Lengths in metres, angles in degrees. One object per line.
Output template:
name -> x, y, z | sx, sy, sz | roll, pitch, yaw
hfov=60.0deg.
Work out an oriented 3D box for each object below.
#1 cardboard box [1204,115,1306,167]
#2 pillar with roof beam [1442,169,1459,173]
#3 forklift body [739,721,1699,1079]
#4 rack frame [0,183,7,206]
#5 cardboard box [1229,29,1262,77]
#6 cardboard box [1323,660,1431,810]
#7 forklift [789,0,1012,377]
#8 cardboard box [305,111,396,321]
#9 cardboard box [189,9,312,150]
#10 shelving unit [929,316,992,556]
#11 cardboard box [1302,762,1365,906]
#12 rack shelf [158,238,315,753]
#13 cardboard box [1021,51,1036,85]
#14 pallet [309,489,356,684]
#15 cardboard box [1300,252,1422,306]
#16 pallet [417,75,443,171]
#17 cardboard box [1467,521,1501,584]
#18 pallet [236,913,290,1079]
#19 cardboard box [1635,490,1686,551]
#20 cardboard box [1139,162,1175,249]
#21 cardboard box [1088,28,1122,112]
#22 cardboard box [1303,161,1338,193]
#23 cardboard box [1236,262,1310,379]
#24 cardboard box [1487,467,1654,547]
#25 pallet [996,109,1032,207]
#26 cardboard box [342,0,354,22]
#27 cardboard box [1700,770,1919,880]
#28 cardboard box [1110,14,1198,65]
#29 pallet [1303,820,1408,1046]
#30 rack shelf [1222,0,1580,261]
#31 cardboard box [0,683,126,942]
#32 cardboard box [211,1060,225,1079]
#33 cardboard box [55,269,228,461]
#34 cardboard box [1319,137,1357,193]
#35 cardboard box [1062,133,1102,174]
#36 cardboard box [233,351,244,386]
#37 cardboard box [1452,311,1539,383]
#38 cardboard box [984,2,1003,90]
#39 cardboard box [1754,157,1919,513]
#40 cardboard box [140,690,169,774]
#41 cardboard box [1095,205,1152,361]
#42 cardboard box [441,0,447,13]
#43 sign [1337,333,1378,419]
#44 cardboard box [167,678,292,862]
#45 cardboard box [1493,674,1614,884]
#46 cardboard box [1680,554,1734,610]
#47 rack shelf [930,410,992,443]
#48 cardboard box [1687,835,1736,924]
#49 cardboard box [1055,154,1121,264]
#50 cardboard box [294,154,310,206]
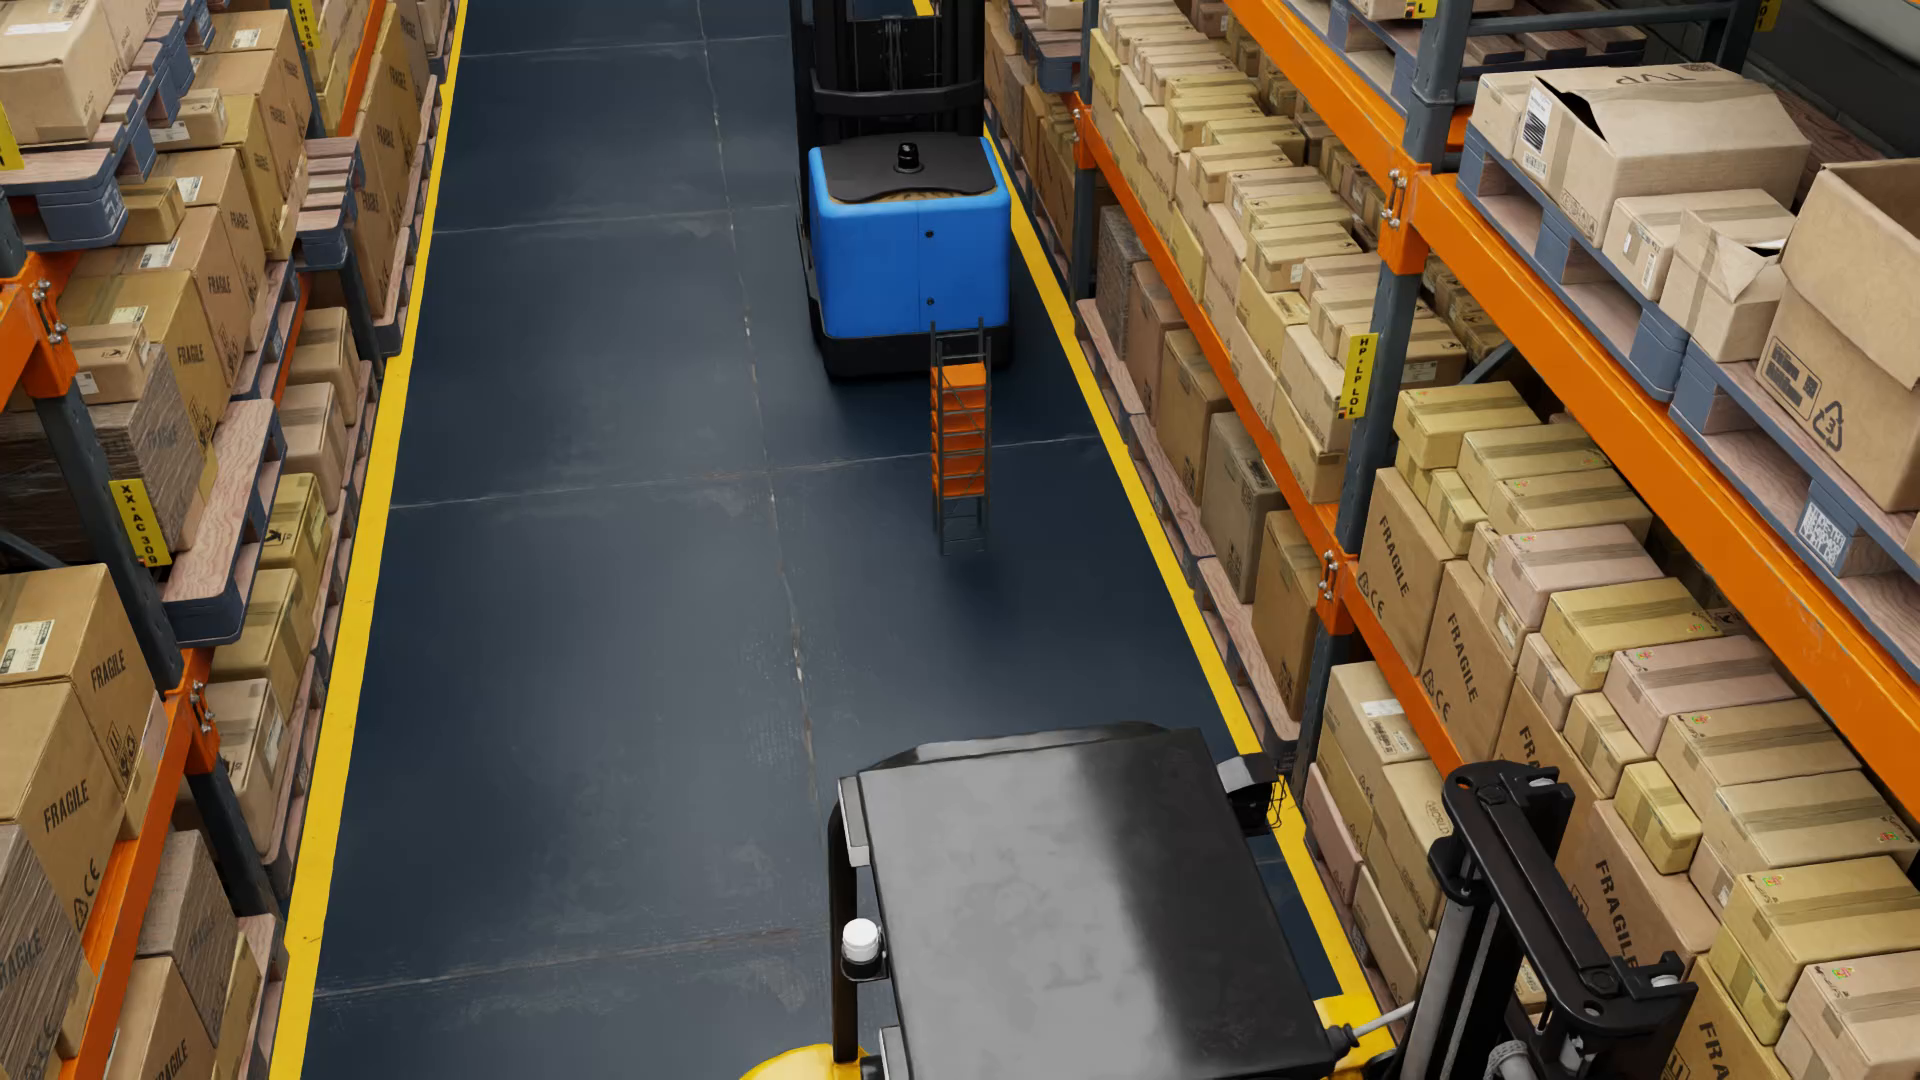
cardboard box -> 1.298, -1.743, 7.338 | 0.380, 0.149, 0.250 | -6, 38, -8
pillar with roof beam -> -1.968, -3.812, 5.722 | 9.100, 9.000, 0.400 | -6, 38, -8
forklift body -> 0.429, 1.622, 4.309 | 2.313, 2.155, 1.214 | -6, 38, -8
rack frame -> -3.030, -2.013, 3.406 | 1.000, 3.000, 0.127 | -6, 38, -8
cardboard box -> 1.552, -2.408, 8.195 | 0.380, 0.149, 0.250 | -6, 38, -8
cardboard box -> 1.632, 0.671, 5.926 | 0.500, 0.250, 0.500 | -7, 38, -9
forklift -> -0.442, -2.961, 9.572 | 1.130, 2.935, 3.031 | -5, 38, -7
cardboard box -> -3.771, -1.813, 9.428 | 0.875, 0.875, 0.875 | -7, 38, -8
cardboard box -> -3.378, -2.138, 7.791 | 0.500, 0.500, 0.500 | -7, 38, -9
shelving unit -> 0.003, -0.465, 7.771 | 0.258, 1.200, 0.189 | -6, 38, -8
cardboard box -> 1.615, 1.067, 6.230 | 0.500, 0.250, 0.500 | -6, 38, -7
rack shelf -> -3.381, -0.568, 7.023 | 1.077, 0.370, 4.000 | -6, 38, -8
cardboard box -> 0.614, -3.106, 10.870 | 0.380, 0.149, 0.250 | -8, 39, -10
pallet -> -3.385, 0.248, 7.658 | 1.003, 0.211, 1.213 | -6, 38, -8
cardboard box -> 1.524, -0.966, 6.338 | 0.380, 0.149, 0.250 | -6, 38, -8
pallet -> -4.223, -2.917, 11.733 | 1.003, 0.211, 1.213 | -6, 38, -8
cardboard box -> 1.773, 0.055, 5.023 | 0.380, 0.149, 0.250 | -6, 38, -8
pallet -> -2.877, 1.859, 5.585 | 1.003, 0.211, 1.213 | -6, 38, -8
cardboard box -> 2.272, -0.119, 5.005 | 0.380, 0.149, 0.250 | -7, 38, -8
cardboard box -> 1.173, -1.628, 7.923 | 0.500, 0.250, 0.500 | -7, 38, -9
cardboard box -> 0.968, -2.438, 8.557 | 0.500, 0.250, 0.500 | -6, 38, -8
cardboard box -> 1.764, -1.577, 7.450 | 0.500, 0.250, 0.500 | -7, 38, -9
cardboard box -> 1.421, -0.898, 6.575 | 0.500, 0.250, 0.500 | -7, 38, -9
cardboard box -> 1.808, -0.068, 4.939 | 0.380, 0.149, 0.250 | -7, 38, -9
pallet -> 0.851, -2.685, 11.435 | 1.003, 0.211, 1.213 | -6, 38, -8
cardboard box -> -3.742, -3.146, 9.469 | 0.500, 0.250, 0.500 | -6, 38, -8
cardboard box -> 2.012, 0.703, 3.947 | 0.380, 0.149, 0.250 | -6, 38, -7
cardboard box -> 0.969, -2.507, 8.321 | 0.380, 0.149, 0.250 | -5, 38, -7
pallet -> 1.954, 1.406, 6.168 | 1.003, 0.211, 1.213 | -6, 38, -8
rack shelf -> 1.506, -2.289, 6.792 | 1.077, 0.370, 4.000 | -6, 38, -8
cardboard box -> -2.610, 0.751, 4.415 | 0.500, 0.500, 0.500 | -5, 38, -6
cardboard box -> -2.558, 1.925, 5.127 | 0.500, 0.250, 0.500 | -7, 38, -9
cardboard box -> -2.918, -0.584, 5.790 | 0.500, 0.500, 0.500 | -6, 38, -8
cardboard box -> 1.784, -1.637, 7.202 | 0.380, 0.149, 0.250 | -6, 38, -8
cardboard box -> 0.819, -2.302, 9.835 | 0.380, 0.149, 0.250 | -8, 39, -10
cardboard box -> -3.021, -0.703, 6.472 | 0.380, 0.149, 0.250 | -6, 38, -8
cardboard box -> 2.006, -0.711, 6.010 | 0.380, 0.149, 0.250 | -7, 38, -9
cardboard box -> 0.420, -3.554, 11.975 | 0.500, 0.500, 0.500 | -7, 38, -9
cardboard box -> 2.094, -0.423, 3.296 | 0.797, 0.503, 0.637 | -5, 38, -6
cardboard box -> -2.674, 0.616, 5.116 | 0.380, 0.149, 0.250 | -7, 38, -8
cardboard box -> 1.251, -1.446, 9.160 | 0.875, 0.625, 0.625 | -5, 38, -7
cardboard box -> -4.594, -4.562, 13.323 | 0.875, 0.438, 0.875 | -7, 38, -9
sign -> 1.324, -0.542, 5.523 | 0.100, 0.325, 0.005 | -6, 38, -8
cardboard box -> -3.124, 0.911, 6.332 | 0.950, 0.372, 0.625 | -6, 38, -7
cardboard box -> 1.874, 0.695, 4.729 | 0.500, 0.500, 0.500 | -7, 38, -8
cardboard box -> 2.365, 0.151, 4.900 | 0.380, 0.149, 0.250 | -6, 38, -8
rack shelf -> 0.003, -0.525, 7.724 | 0.258, 0.103, 0.180 | -6, 38, -8
cardboard box -> 2.017, 0.828, 4.029 | 0.380, 0.149, 0.250 | -6, 38, -8
cardboard box -> 0.869, -2.007, 9.984 | 0.500, 0.500, 0.500 | -5, 38, -7
cardboard box -> -3.236, -1.653, 7.695 | 0.380, 0.149, 0.250 | -7, 38, -8
